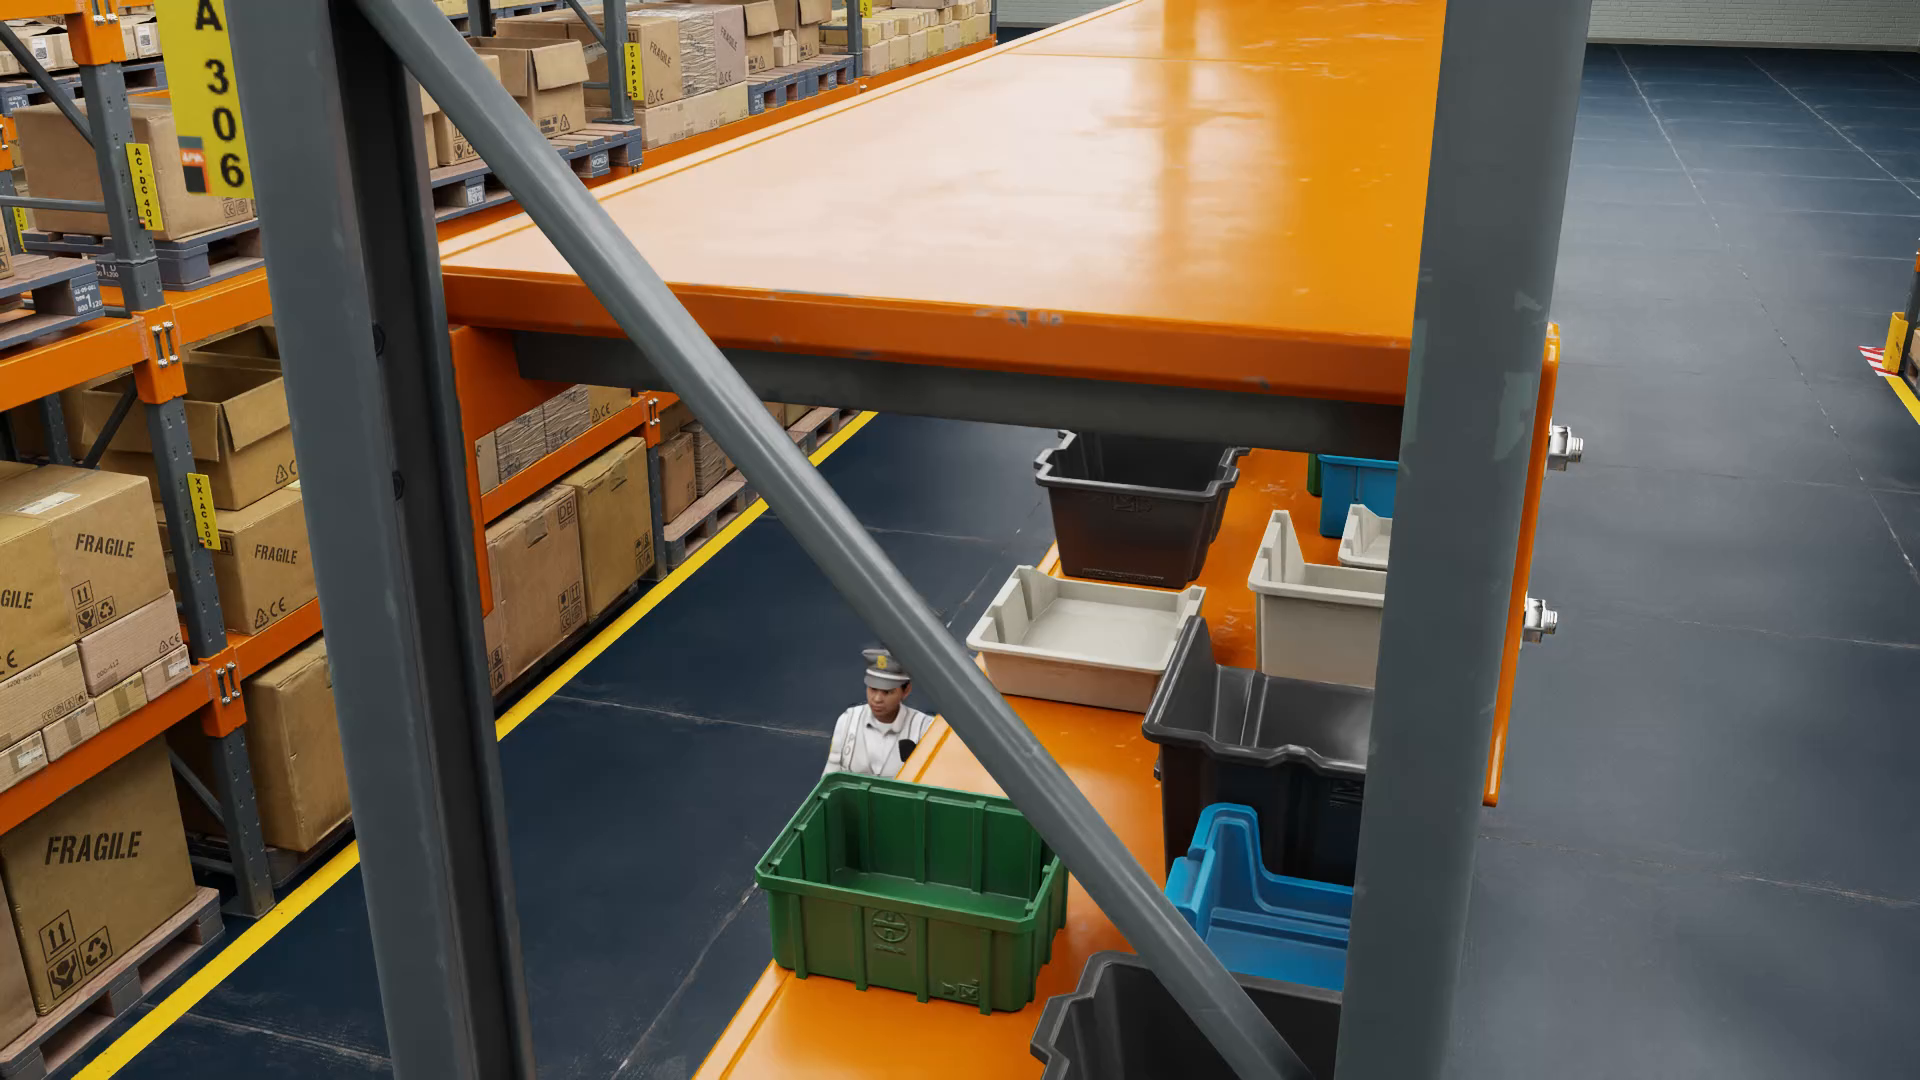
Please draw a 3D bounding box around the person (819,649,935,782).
[{"bbox_3d":[-0.325,1.189,6.600,0.517,1.630,0.983,7,23,16],"label":"person"}]
